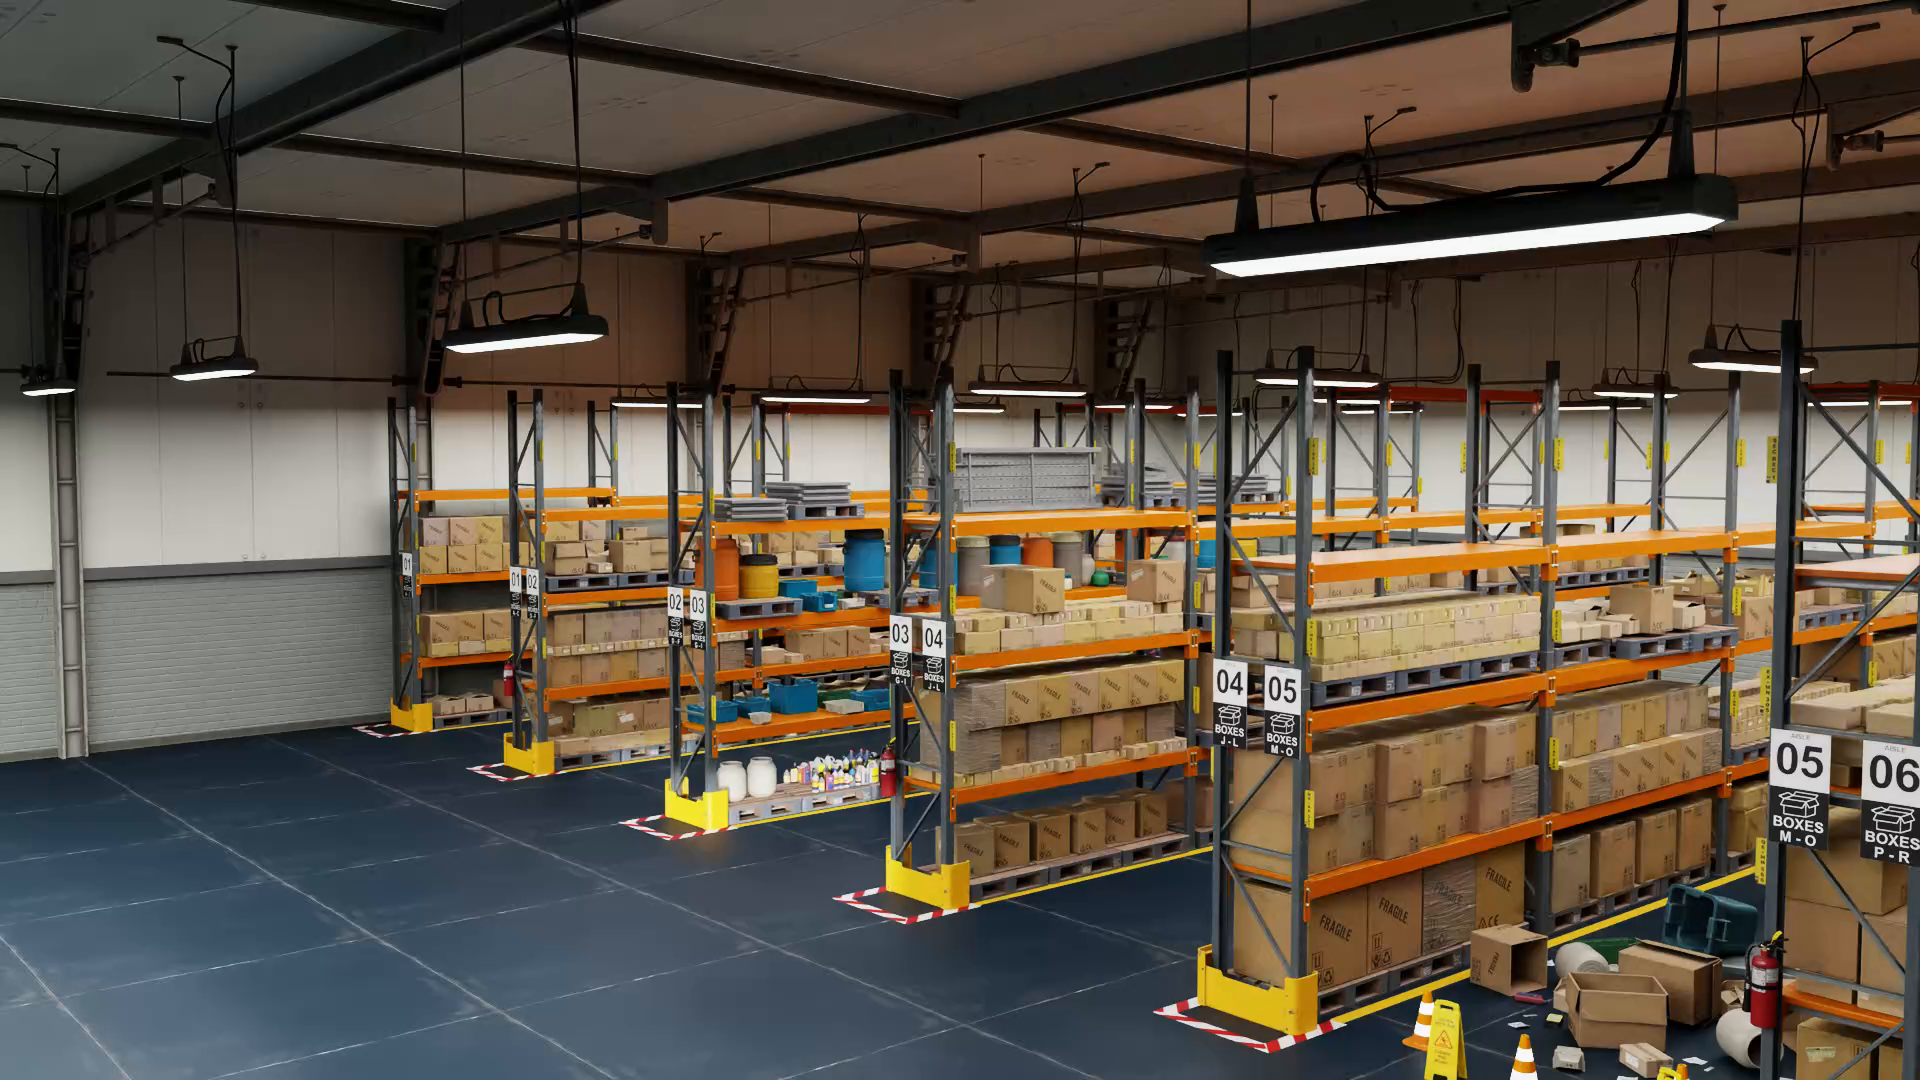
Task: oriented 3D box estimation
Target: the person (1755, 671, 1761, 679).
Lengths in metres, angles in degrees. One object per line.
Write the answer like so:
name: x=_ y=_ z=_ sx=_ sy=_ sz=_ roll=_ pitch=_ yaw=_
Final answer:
person: x=12.430 y=2.841 z=25.548 sx=0.825 sy=1.721 sz=0.701 roll=-3 pitch=5 yaw=-42
